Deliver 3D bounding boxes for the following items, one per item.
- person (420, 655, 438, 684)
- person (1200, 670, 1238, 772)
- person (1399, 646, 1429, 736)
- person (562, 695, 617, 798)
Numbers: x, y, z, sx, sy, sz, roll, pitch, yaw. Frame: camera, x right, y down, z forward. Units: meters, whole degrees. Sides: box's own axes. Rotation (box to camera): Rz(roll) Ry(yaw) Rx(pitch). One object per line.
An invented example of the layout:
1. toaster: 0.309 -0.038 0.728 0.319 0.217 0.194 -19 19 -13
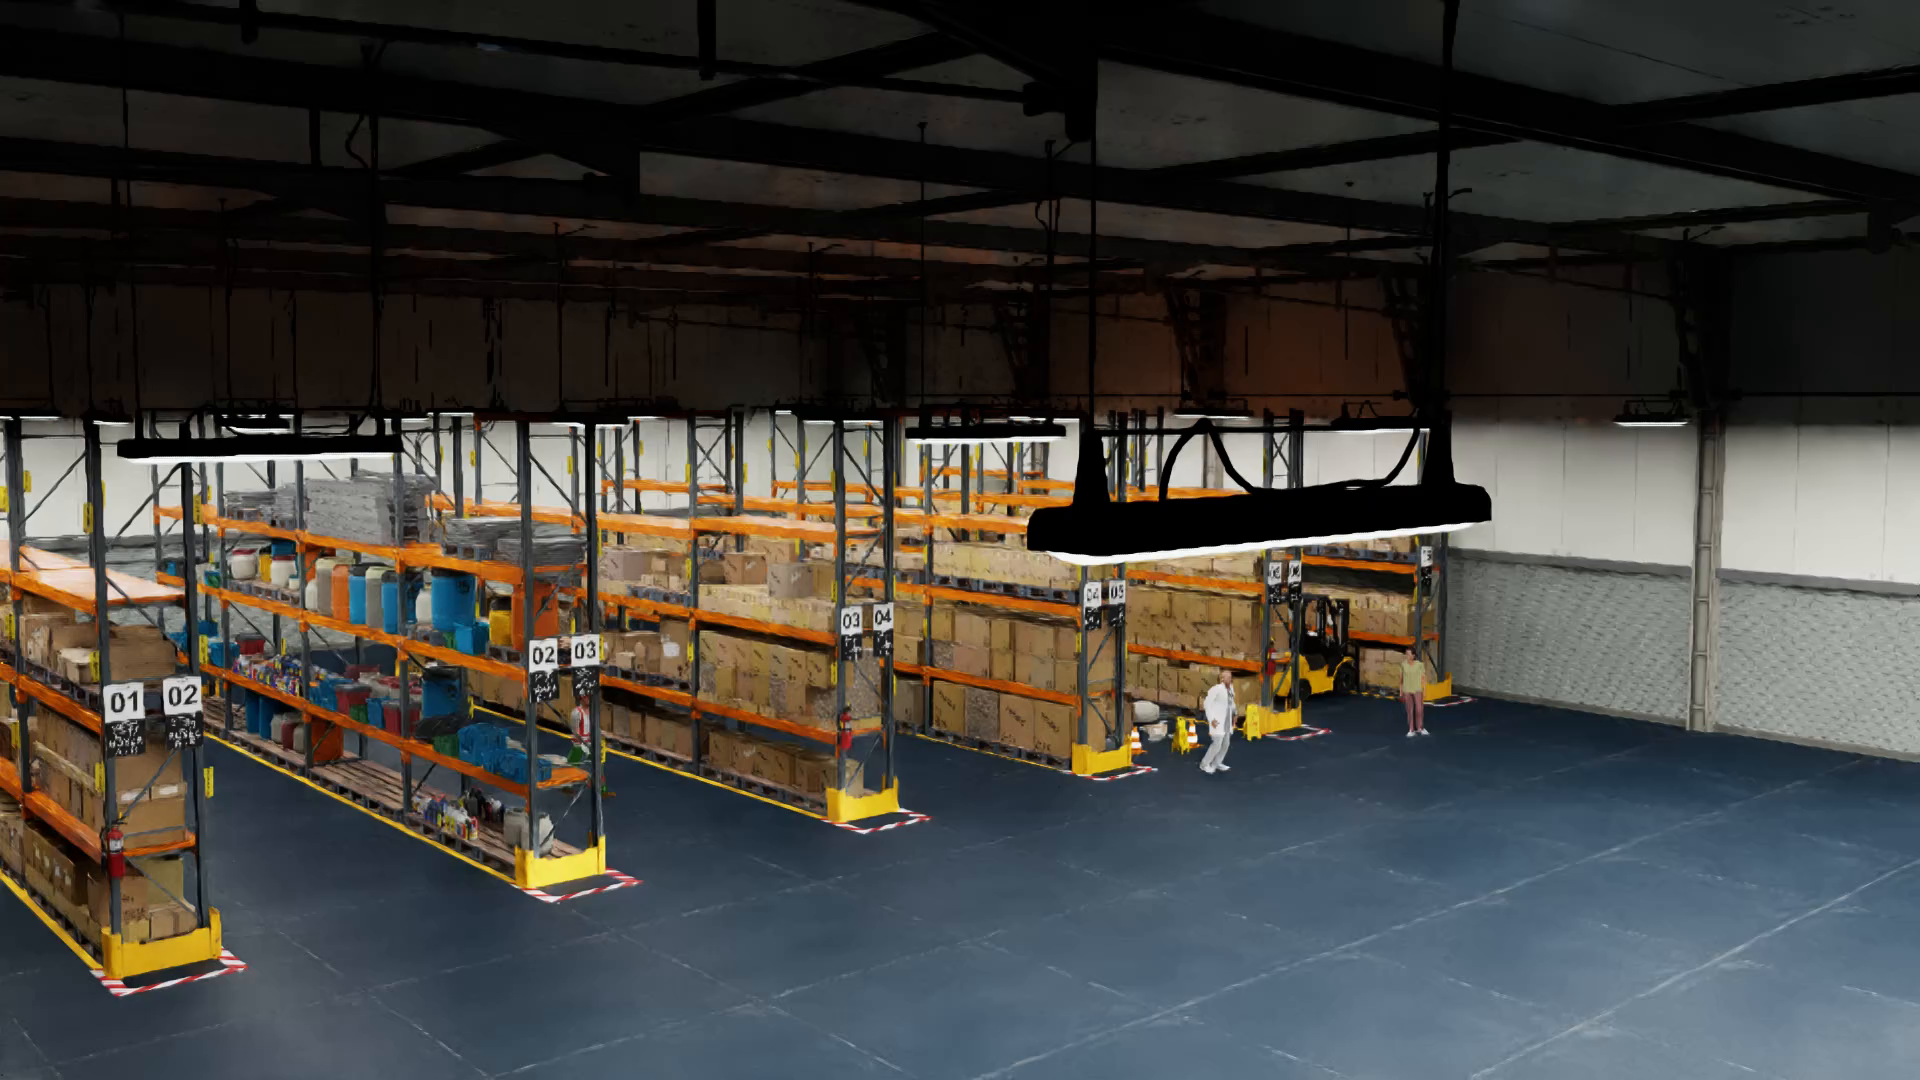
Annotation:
1. person: -9.658 2.825 30.324 0.543 1.664 0.574 -1 5 -13
2. person: 4.346 3.023 27.891 0.729 1.733 0.546 -5 7 -42
3. person: 8.395 2.792 30.726 0.563 1.666 0.373 2 5 20
4. person: -5.848 3.174 25.996 1.030 1.727 0.528 4 7 41
